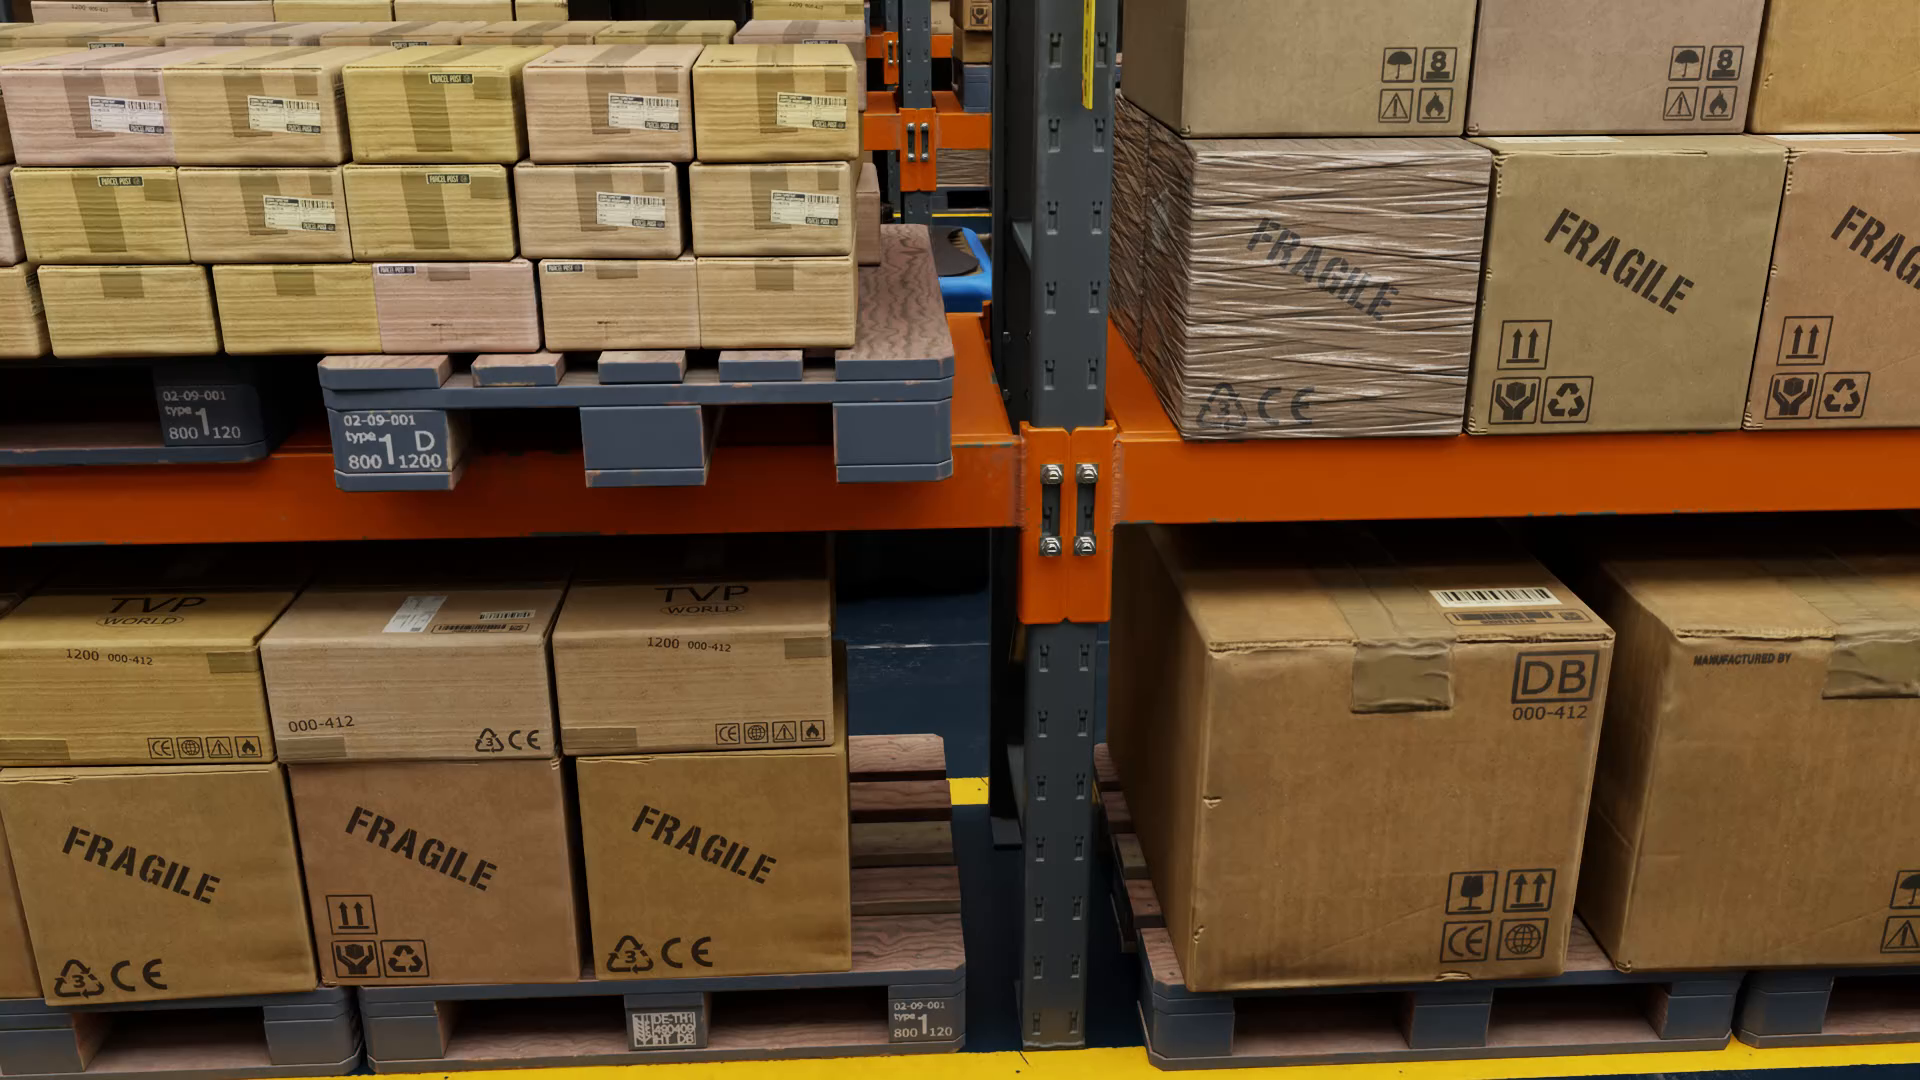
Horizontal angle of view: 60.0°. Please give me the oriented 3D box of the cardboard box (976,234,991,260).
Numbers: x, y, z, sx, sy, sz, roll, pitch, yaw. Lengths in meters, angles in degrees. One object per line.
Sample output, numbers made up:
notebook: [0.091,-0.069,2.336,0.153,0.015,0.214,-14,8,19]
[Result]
cardboard box: [0.345,-1.271,8.347,0.625,0.372,0.950,-3,21,-7]

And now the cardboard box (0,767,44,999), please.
cardboard box: [-2.027,0.567,3.339,0.500,0.500,0.500,-1,21,-2]

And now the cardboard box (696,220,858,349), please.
cardboard box: [-0.303,-0.444,2.835,0.250,0.149,0.380,-1,21,-2]

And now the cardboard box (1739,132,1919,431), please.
cardboard box: [1.638,-0.520,3.131,0.500,0.500,0.500,-1,21,-3]

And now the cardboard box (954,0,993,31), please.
cardboard box: [0.243,-2.604,7.596,0.500,0.500,0.500,-2,21,-5]

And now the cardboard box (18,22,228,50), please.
cardboard box: [-1.621,-0.928,3.269,0.250,0.149,0.380,-1,21,-1]

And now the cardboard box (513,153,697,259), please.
cardboard box: [-0.570,-0.579,2.770,0.250,0.149,0.380,0,21,-1]

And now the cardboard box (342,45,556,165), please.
cardboard box: [-0.812,-0.713,2.705,0.250,0.149,0.380,-1,21,-1]

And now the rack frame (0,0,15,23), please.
rack frame: [-4.213,-2.214,7.720,0.127,3.000,1.000,-1,21,-3]

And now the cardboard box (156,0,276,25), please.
cardboard box: [-3.239,-2.307,7.472,0.500,0.250,0.500,-1,21,-2]

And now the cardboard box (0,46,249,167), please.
cardboard box: [-1.319,-0.704,2.680,0.250,0.149,0.380,-1,21,-3]

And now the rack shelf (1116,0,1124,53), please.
rack shelf: [0.380,-1.639,5.546,0.480,0.518,0.431,-2,21,-5]

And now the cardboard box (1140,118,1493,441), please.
cardboard box: [0.627,-0.499,3.075,0.500,0.500,0.500,-1,21,-2]

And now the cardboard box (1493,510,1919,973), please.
cardboard box: [1.649,0.317,3.644,0.750,0.750,1.050,-1,21,-2]

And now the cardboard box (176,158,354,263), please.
cardboard box: [-1.082,-0.568,2.741,0.250,0.149,0.380,-1,21,-3]

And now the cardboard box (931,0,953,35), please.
cardboard box: [-0.050,-3.910,12.387,0.500,0.250,0.500,-1,21,-3]

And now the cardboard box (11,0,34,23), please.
cardboard box: [-4.697,-2.344,7.922,0.500,0.500,0.500,0,21,-1]

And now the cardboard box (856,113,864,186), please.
cardboard box: [-0.330,-0.818,3.399,0.250,0.149,0.380,0,21,-1]

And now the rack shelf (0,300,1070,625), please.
rack shelf: [-1.833,-0.162,3.342,4.000,0.370,1.077,-1,21,-3]

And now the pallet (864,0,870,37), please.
pallet: [-1.180,-3.930,12.497,1.003,0.211,1.213,-1,21,-3]

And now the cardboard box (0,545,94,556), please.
cardboard box: [-2.060,0.038,3.676,0.500,0.250,0.500,-2,21,-5]

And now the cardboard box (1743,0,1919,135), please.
cardboard box: [1.629,-1.080,3.197,0.500,0.500,0.700,-1,21,-4]

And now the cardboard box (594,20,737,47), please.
cardboard box: [-0.577,-0.949,3.324,0.250,0.149,0.380,-2,21,-5]

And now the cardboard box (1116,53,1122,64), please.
cardboard box: [0.675,-2.297,7.703,0.250,0.149,0.380,-3,21,-7]

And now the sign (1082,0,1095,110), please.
sign: [0.204,-0.850,2.623,0.005,0.325,0.100,-1,21,-3]

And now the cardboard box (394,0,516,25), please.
cardboard box: [-2.229,-2.319,7.503,0.500,0.250,0.500,-2,21,-5]

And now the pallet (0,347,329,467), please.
pallet: [-1.810,-0.394,3.211,1.213,0.211,1.003,-1,21,-3]

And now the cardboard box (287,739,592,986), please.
cardboard box: [-0.997,0.549,3.387,0.500,0.500,0.500,0,21,-1]

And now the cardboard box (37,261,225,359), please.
cardboard box: [-1.325,-0.425,2.784,0.250,0.149,0.380,-2,21,-5]

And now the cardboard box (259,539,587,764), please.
cardboard box: [-1.008,0.204,3.239,0.500,0.250,0.500,-1,21,-2]

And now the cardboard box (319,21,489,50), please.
cardboard box: [-1.087,-0.940,3.301,0.250,0.149,0.380,-2,21,-5]

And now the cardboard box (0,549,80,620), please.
cardboard box: [-2.036,0.222,3.190,0.500,0.250,0.500,0,21,-1]

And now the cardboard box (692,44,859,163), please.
cardboard box: [-0.300,-0.723,2.731,0.250,0.149,0.380,-2,21,-5]

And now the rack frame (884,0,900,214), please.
rack frame: [-0.507,-4.058,12.565,0.127,3.000,1.000,-1,21,-3]

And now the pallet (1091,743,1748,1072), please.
pallet: [0.955,0.775,3.788,1.213,0.211,1.003,-1,21,-3]

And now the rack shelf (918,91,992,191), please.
rack shelf: [1.777,-2.000,8.168,4.000,0.370,1.077,-1,21,-3]

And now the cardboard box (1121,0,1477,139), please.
cardboard box: [0.612,-1.058,3.139,0.500,0.500,0.700,-1,21,-3]

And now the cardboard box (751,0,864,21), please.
cardboard box: [-0.689,-2.359,7.608,0.500,0.250,0.500,-1,21,-3]

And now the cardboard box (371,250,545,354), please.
cardboard box: [-0.808,-0.435,2.809,0.250,0.149,0.380,-1,21,-2]

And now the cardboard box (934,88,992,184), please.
cardboard box: [0.116,-3.153,12.933,0.625,0.625,0.875,-1,21,-1]

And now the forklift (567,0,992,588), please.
forklift: [-1.391,-1.324,5.478,3.031,2.935,1.130,-2,21,-5]

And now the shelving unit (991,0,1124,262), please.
shelving unit: [0.380,-0.998,5.791,0.503,2.100,0.431,-2,21,-5]

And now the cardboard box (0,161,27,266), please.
cardboard box: [-1.591,-0.558,2.715,0.250,0.149,0.380,-1,21,-2]

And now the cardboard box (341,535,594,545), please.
cardboard box: [-1.045,0.021,3.719,0.500,0.250,0.500,-1,21,-4]

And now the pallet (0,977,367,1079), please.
pallet: [-1.832,0.803,3.714,1.213,0.211,1.003,-1,21,-3]

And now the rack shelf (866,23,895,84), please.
rack shelf: [-2.504,-3.681,12.586,4.000,0.370,1.077,-1,21,-3]
